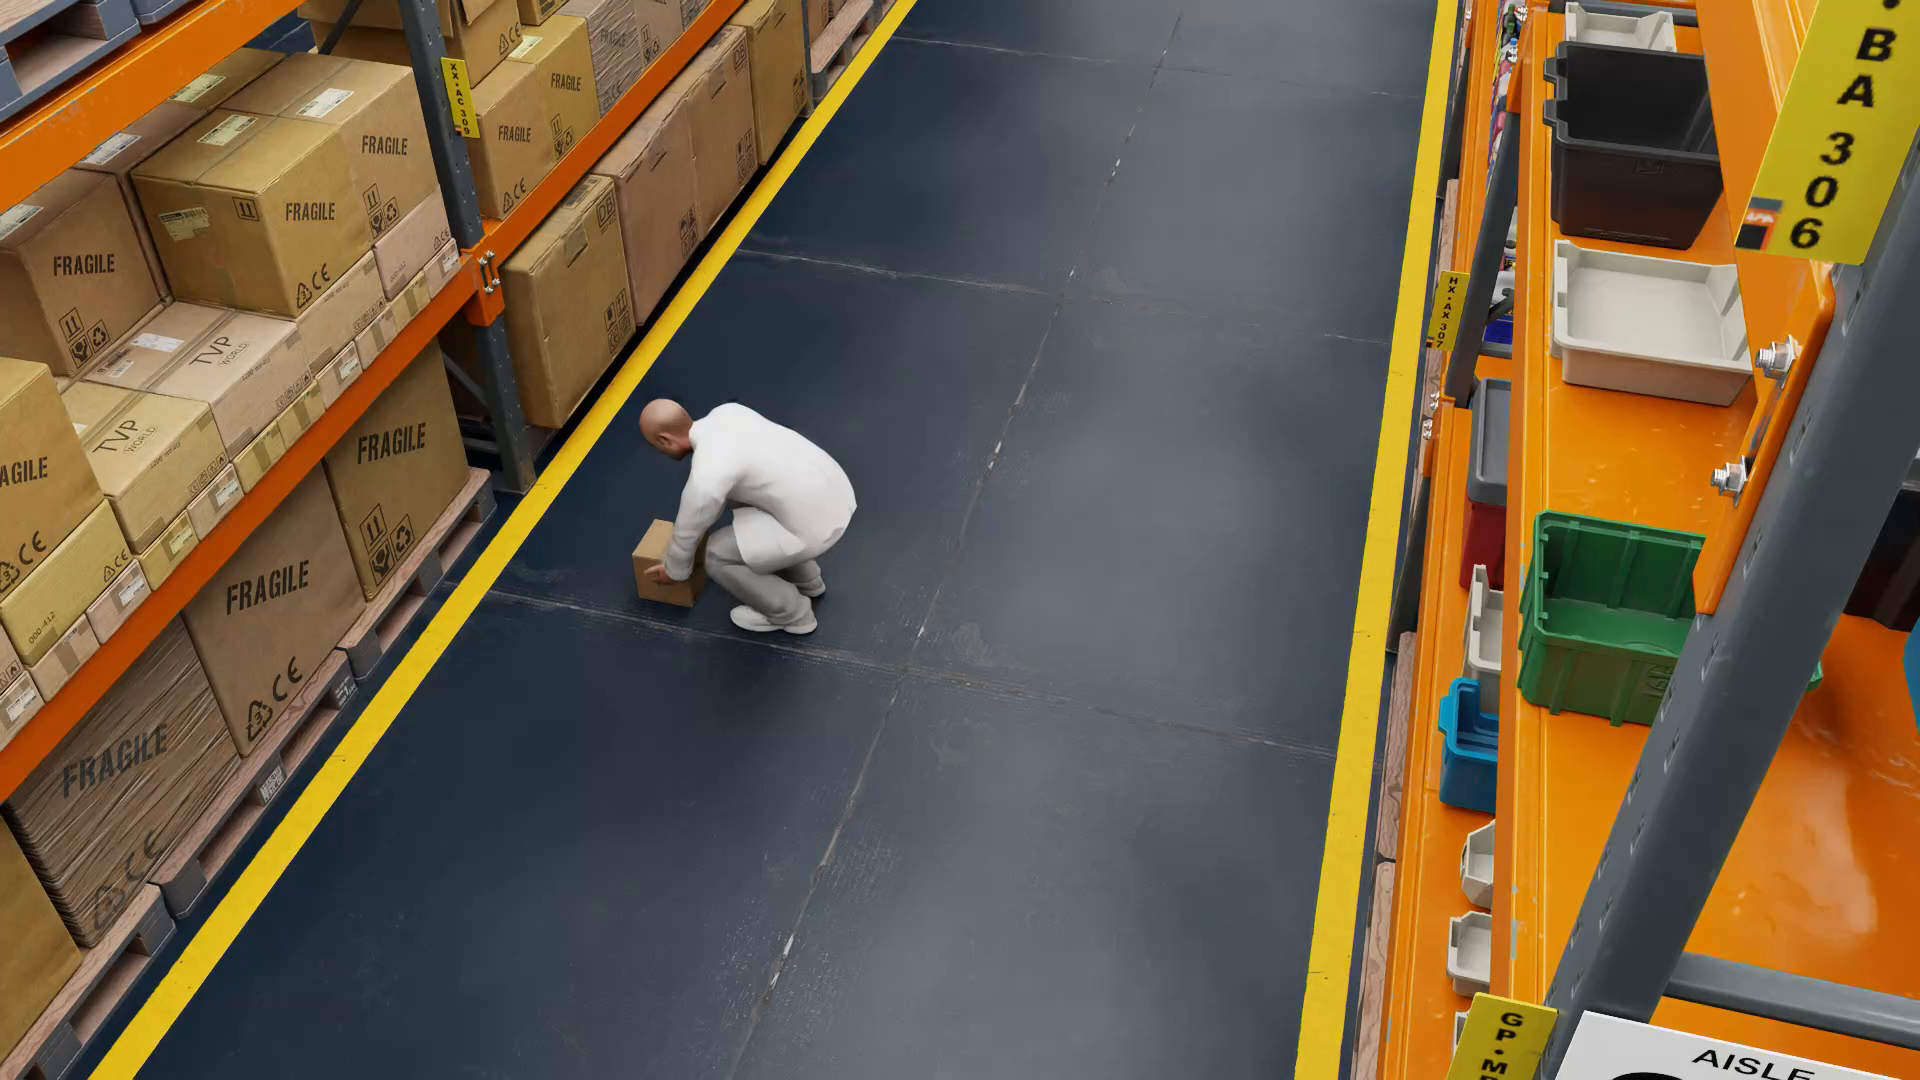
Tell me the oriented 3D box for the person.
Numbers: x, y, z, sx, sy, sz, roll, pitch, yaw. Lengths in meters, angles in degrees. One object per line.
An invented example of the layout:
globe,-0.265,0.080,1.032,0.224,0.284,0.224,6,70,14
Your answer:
person,-0.868,-0.112,6.878,0.885,1.029,0.609,10,41,11
